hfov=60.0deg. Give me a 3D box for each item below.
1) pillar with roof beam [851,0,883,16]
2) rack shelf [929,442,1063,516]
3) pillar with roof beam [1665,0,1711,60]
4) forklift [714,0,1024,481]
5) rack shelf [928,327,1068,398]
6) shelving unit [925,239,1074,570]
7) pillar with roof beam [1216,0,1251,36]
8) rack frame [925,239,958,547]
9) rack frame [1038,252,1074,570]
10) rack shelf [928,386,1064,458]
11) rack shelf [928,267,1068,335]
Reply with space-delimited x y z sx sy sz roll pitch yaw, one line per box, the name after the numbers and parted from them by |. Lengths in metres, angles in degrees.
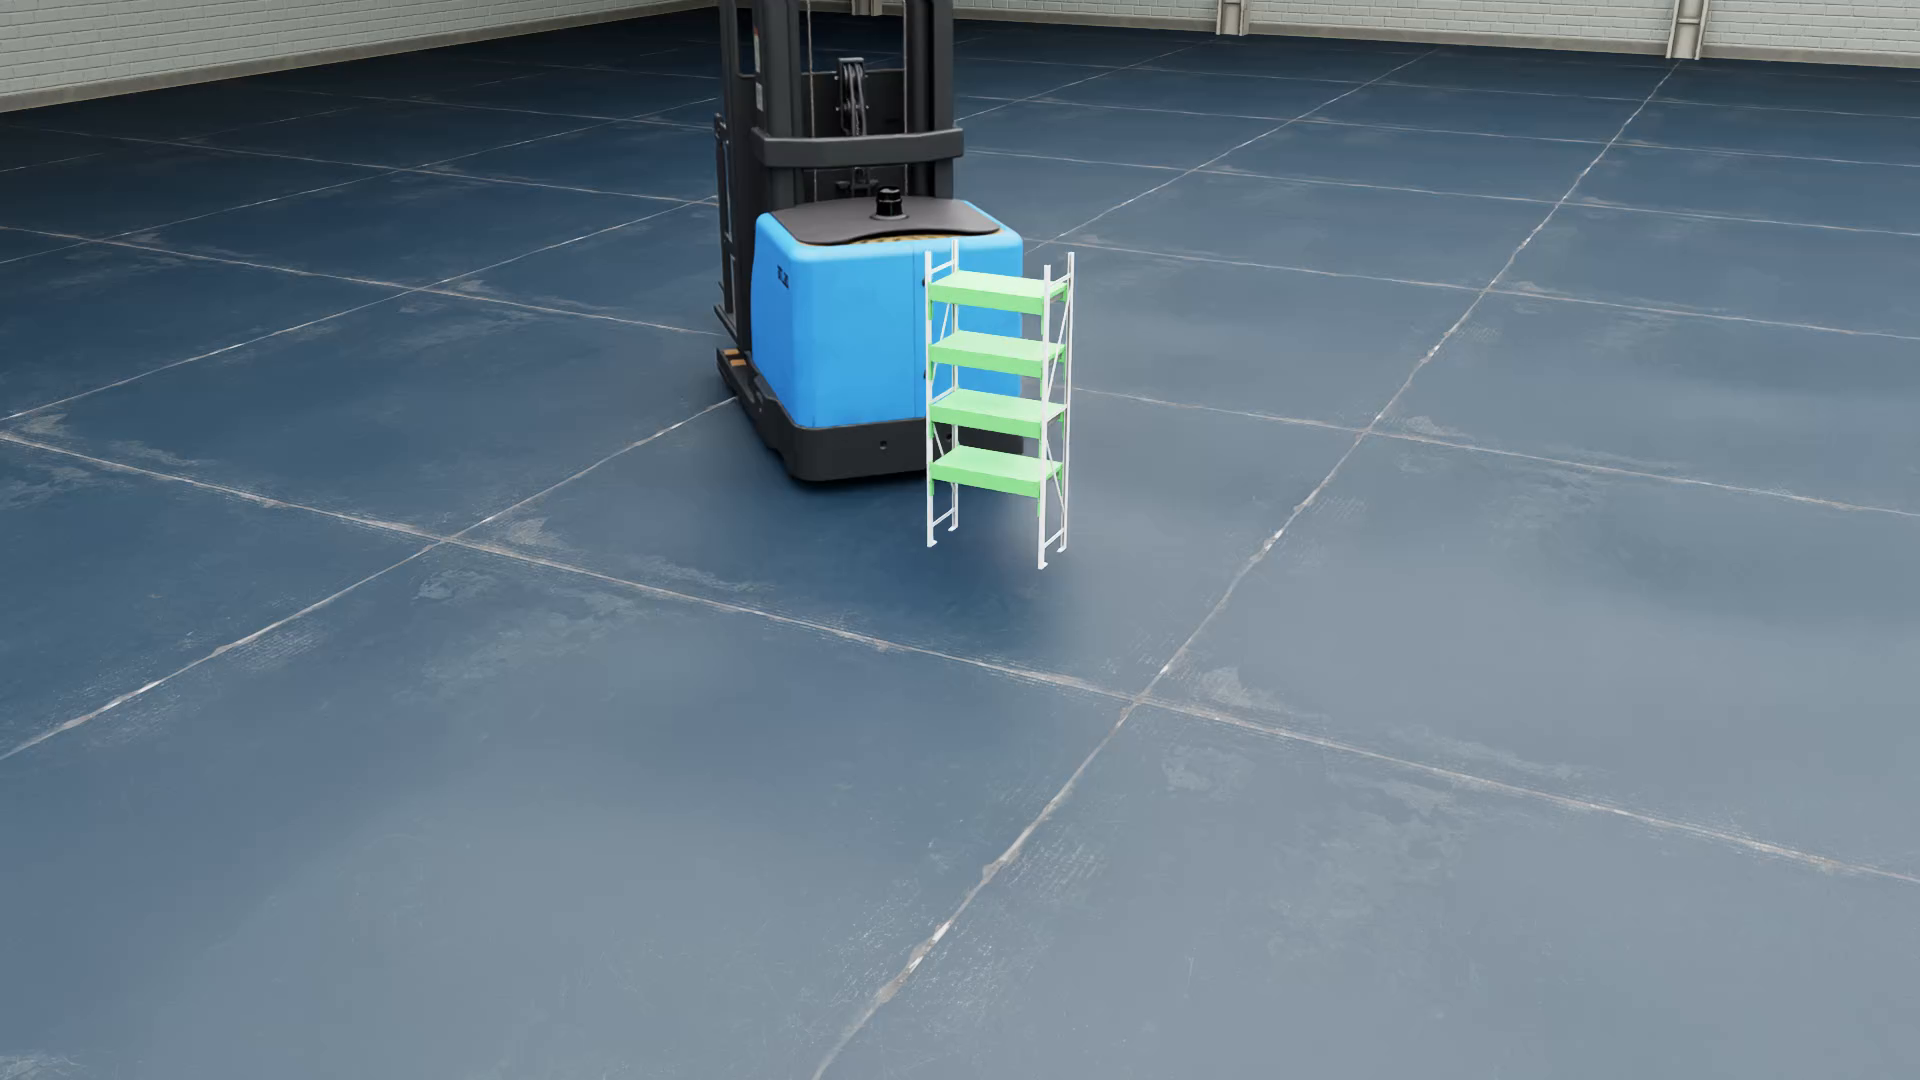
-3.406 -10.926 20.942 0.400 9.000 9.100 11 25 25 | pillar with roof beam
0.148 -0.243 6.565 0.480 0.148 0.258 11 25 25 | rack shelf
7.303 -8.807 15.960 0.400 9.000 9.100 11 25 25 | pillar with roof beam
-0.640 -2.151 8.062 1.130 2.935 3.031 -7 24 -16 | forklift
0.148 -0.685 6.378 0.480 0.148 0.258 11 25 25 | rack shelf
0.148 -0.523 6.446 0.503 1.200 0.258 11 25 25 | shelving unit
1.949 -9.866 18.451 0.400 9.000 9.100 11 25 25 | pillar with roof beam
-0.070 -0.566 6.548 0.015 1.200 0.240 11 25 25 | rack frame
0.365 -0.480 6.345 0.015 1.200 0.240 11 25 25 | rack frame
0.148 -0.464 6.471 0.480 0.148 0.258 11 25 25 | rack shelf
0.148 -0.906 6.284 0.480 0.148 0.258 11 25 25 | rack shelf
